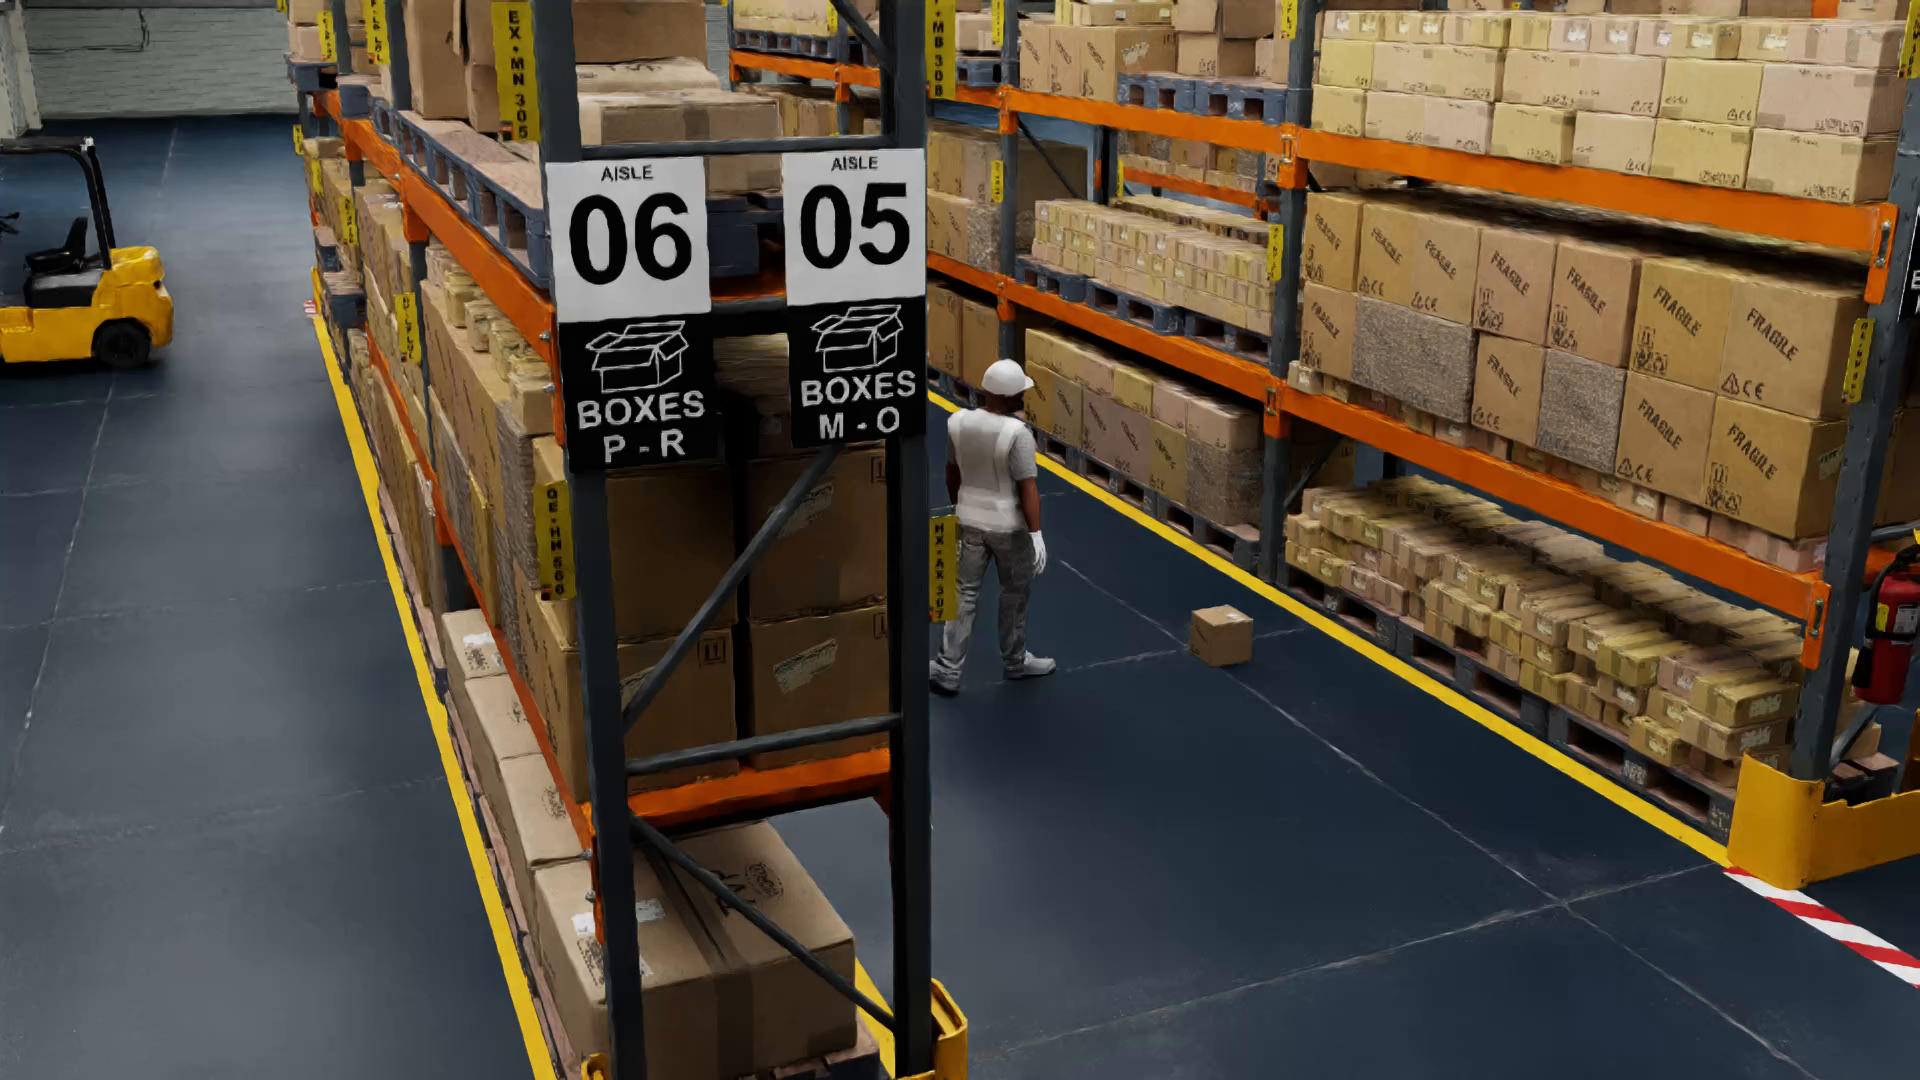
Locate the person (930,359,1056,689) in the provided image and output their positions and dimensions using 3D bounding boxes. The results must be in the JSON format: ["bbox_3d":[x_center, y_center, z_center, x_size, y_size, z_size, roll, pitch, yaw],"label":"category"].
[{"bbox_3d":[0.199,-0.075,8.748,0.706,1.781,0.659,12,22,31],"label":"person"}]
